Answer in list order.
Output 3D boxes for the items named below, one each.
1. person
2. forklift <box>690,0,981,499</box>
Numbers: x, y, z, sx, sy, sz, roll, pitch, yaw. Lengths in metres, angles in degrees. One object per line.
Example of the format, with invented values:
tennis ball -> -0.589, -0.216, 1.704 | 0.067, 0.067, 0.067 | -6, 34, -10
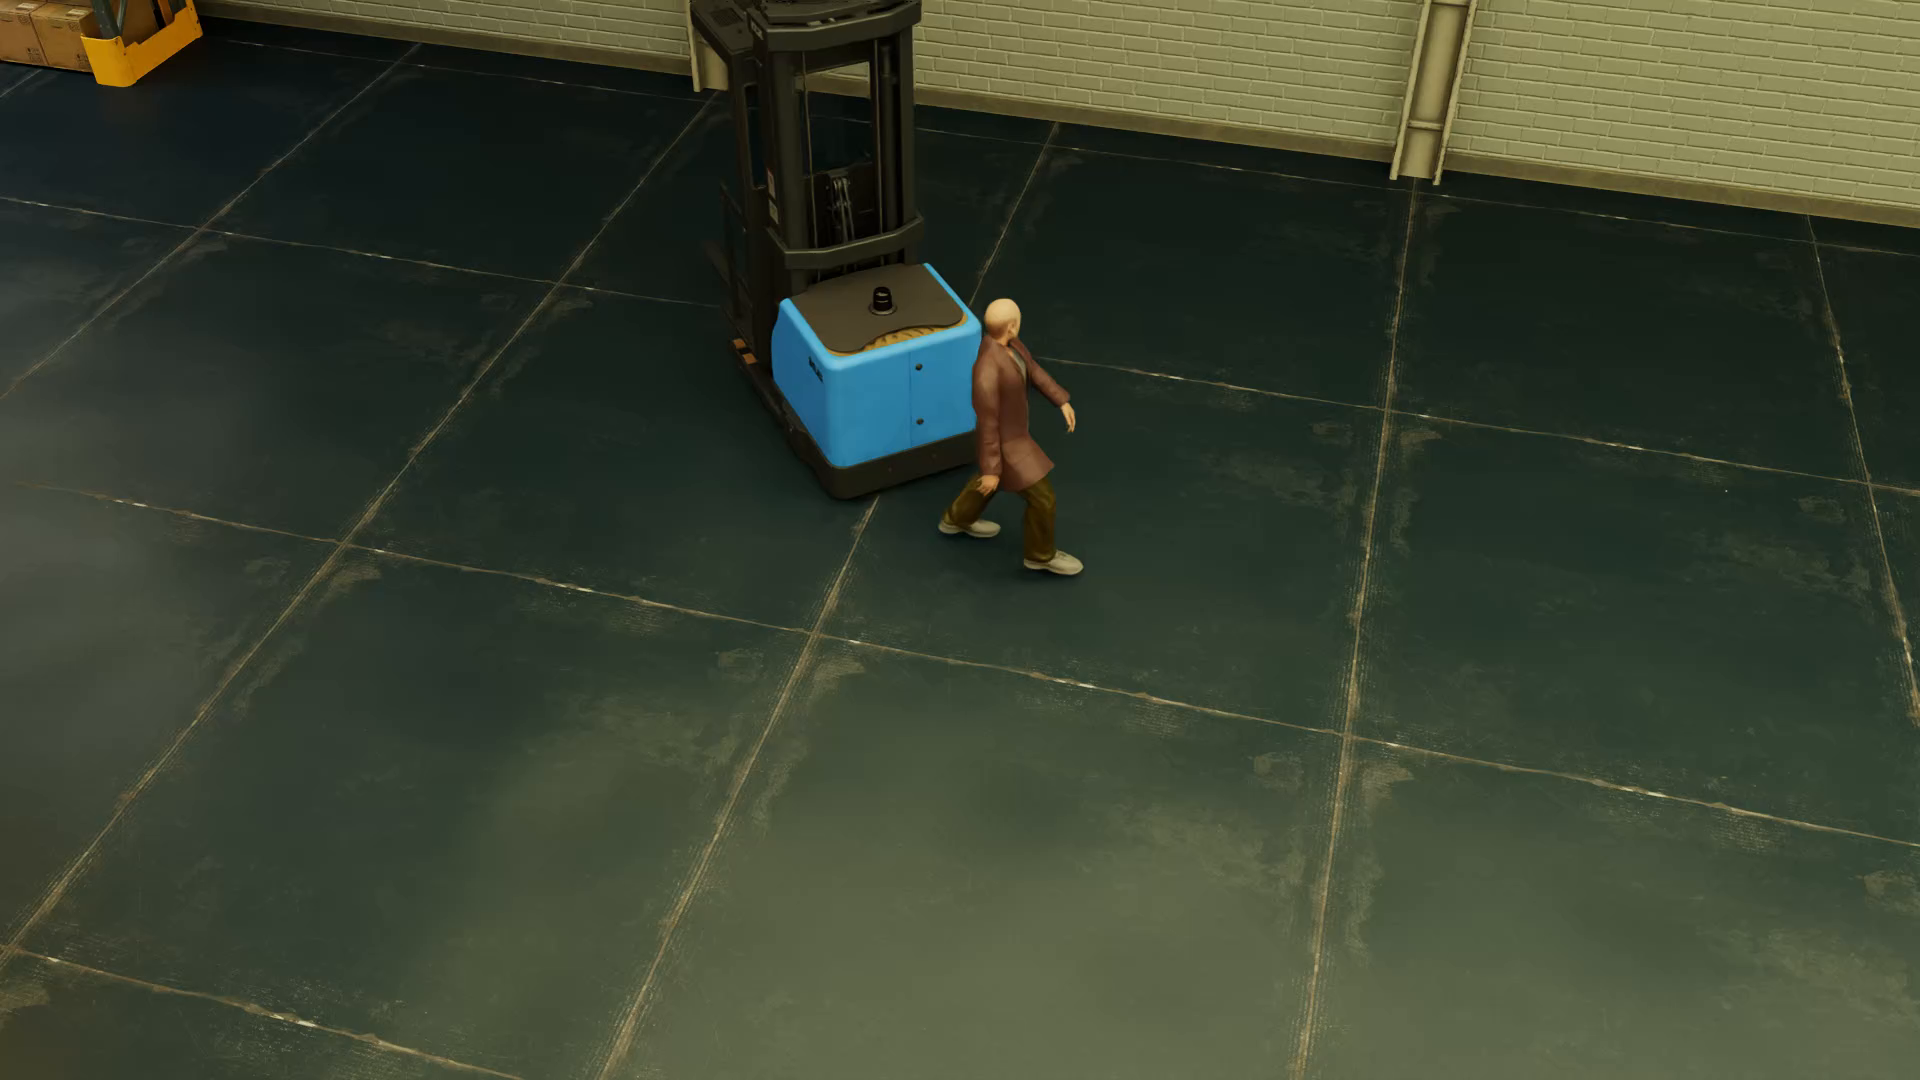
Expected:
person -> 0.295, -0.570, 9.399 | 0.872, 1.707, 0.720 | 2, 41, 2
forklift -> -0.948, -2.328, 10.517 | 1.130, 2.935, 3.031 | -18, 44, -19
